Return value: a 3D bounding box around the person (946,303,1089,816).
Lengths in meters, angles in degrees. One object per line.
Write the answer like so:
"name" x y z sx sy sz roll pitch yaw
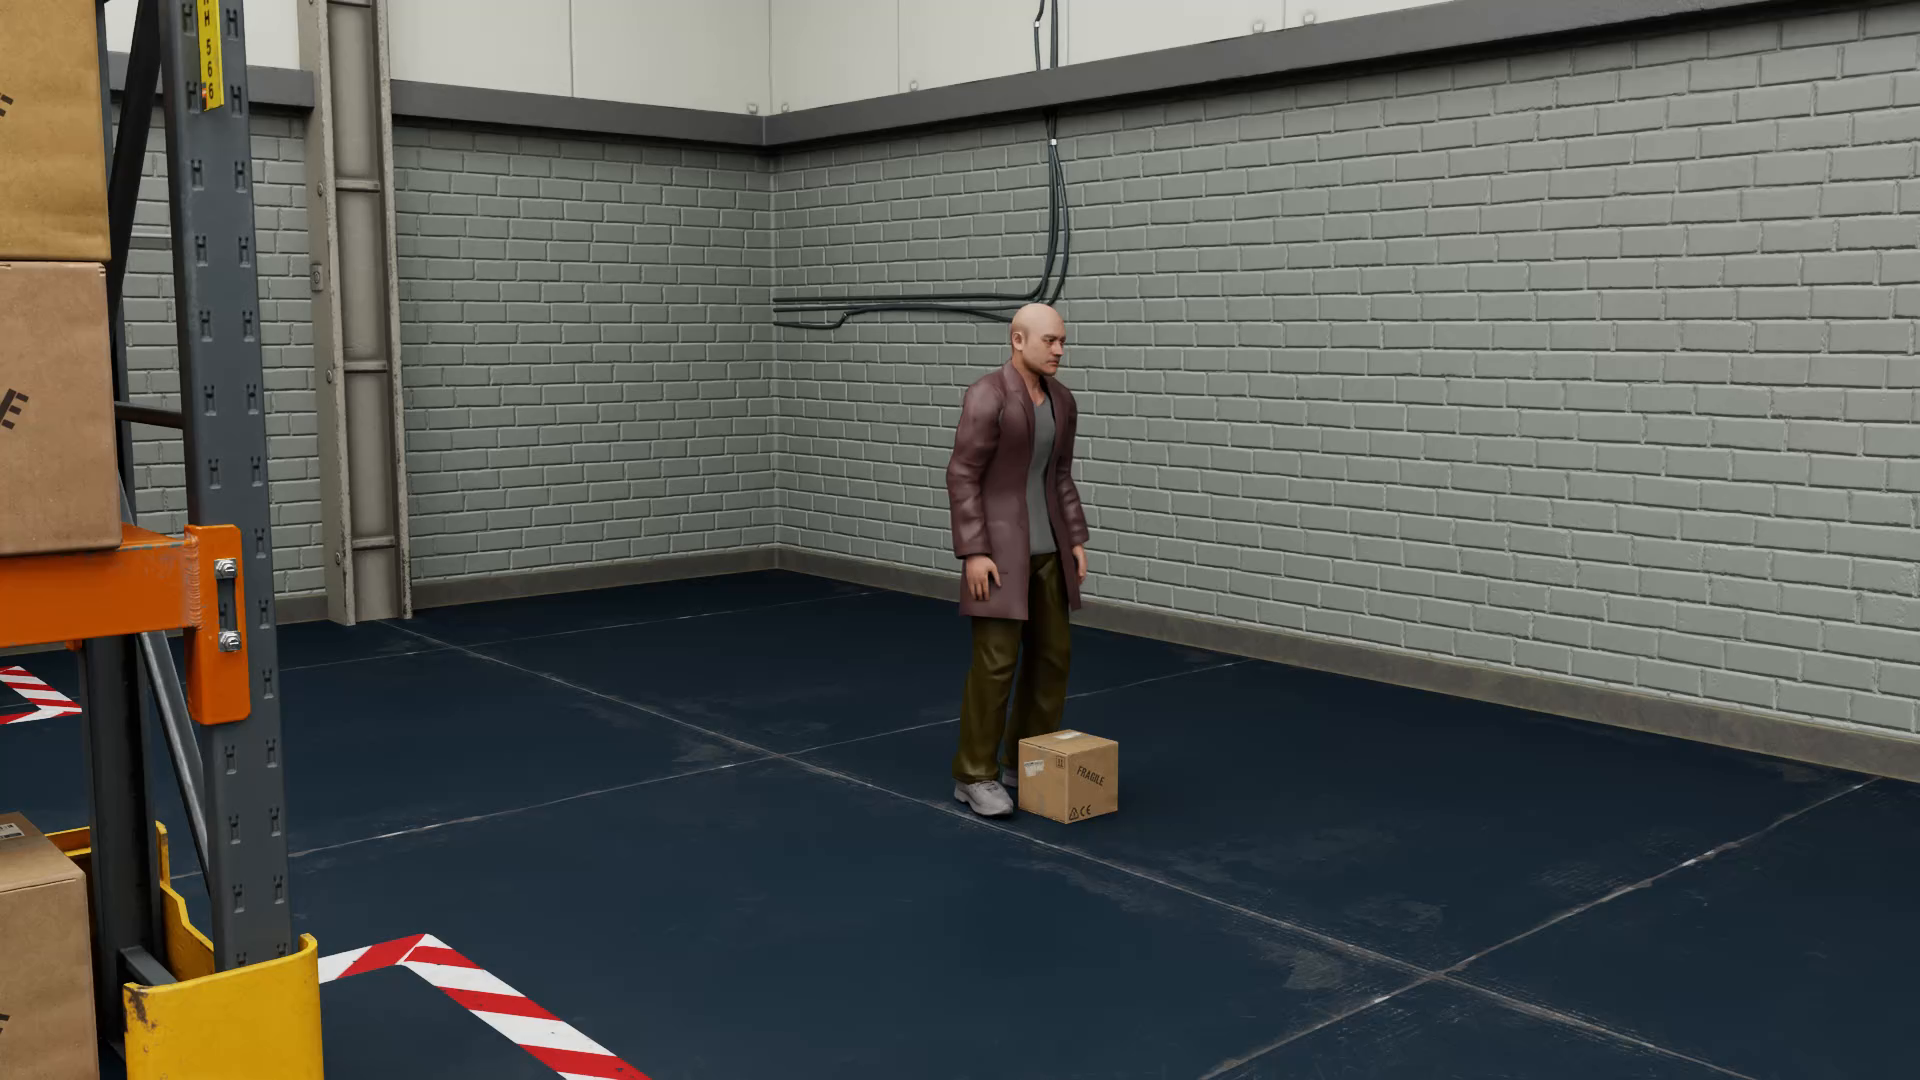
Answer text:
"person" 0.224 0.049 5.946 0.653 1.774 0.422 -7 10 -44
